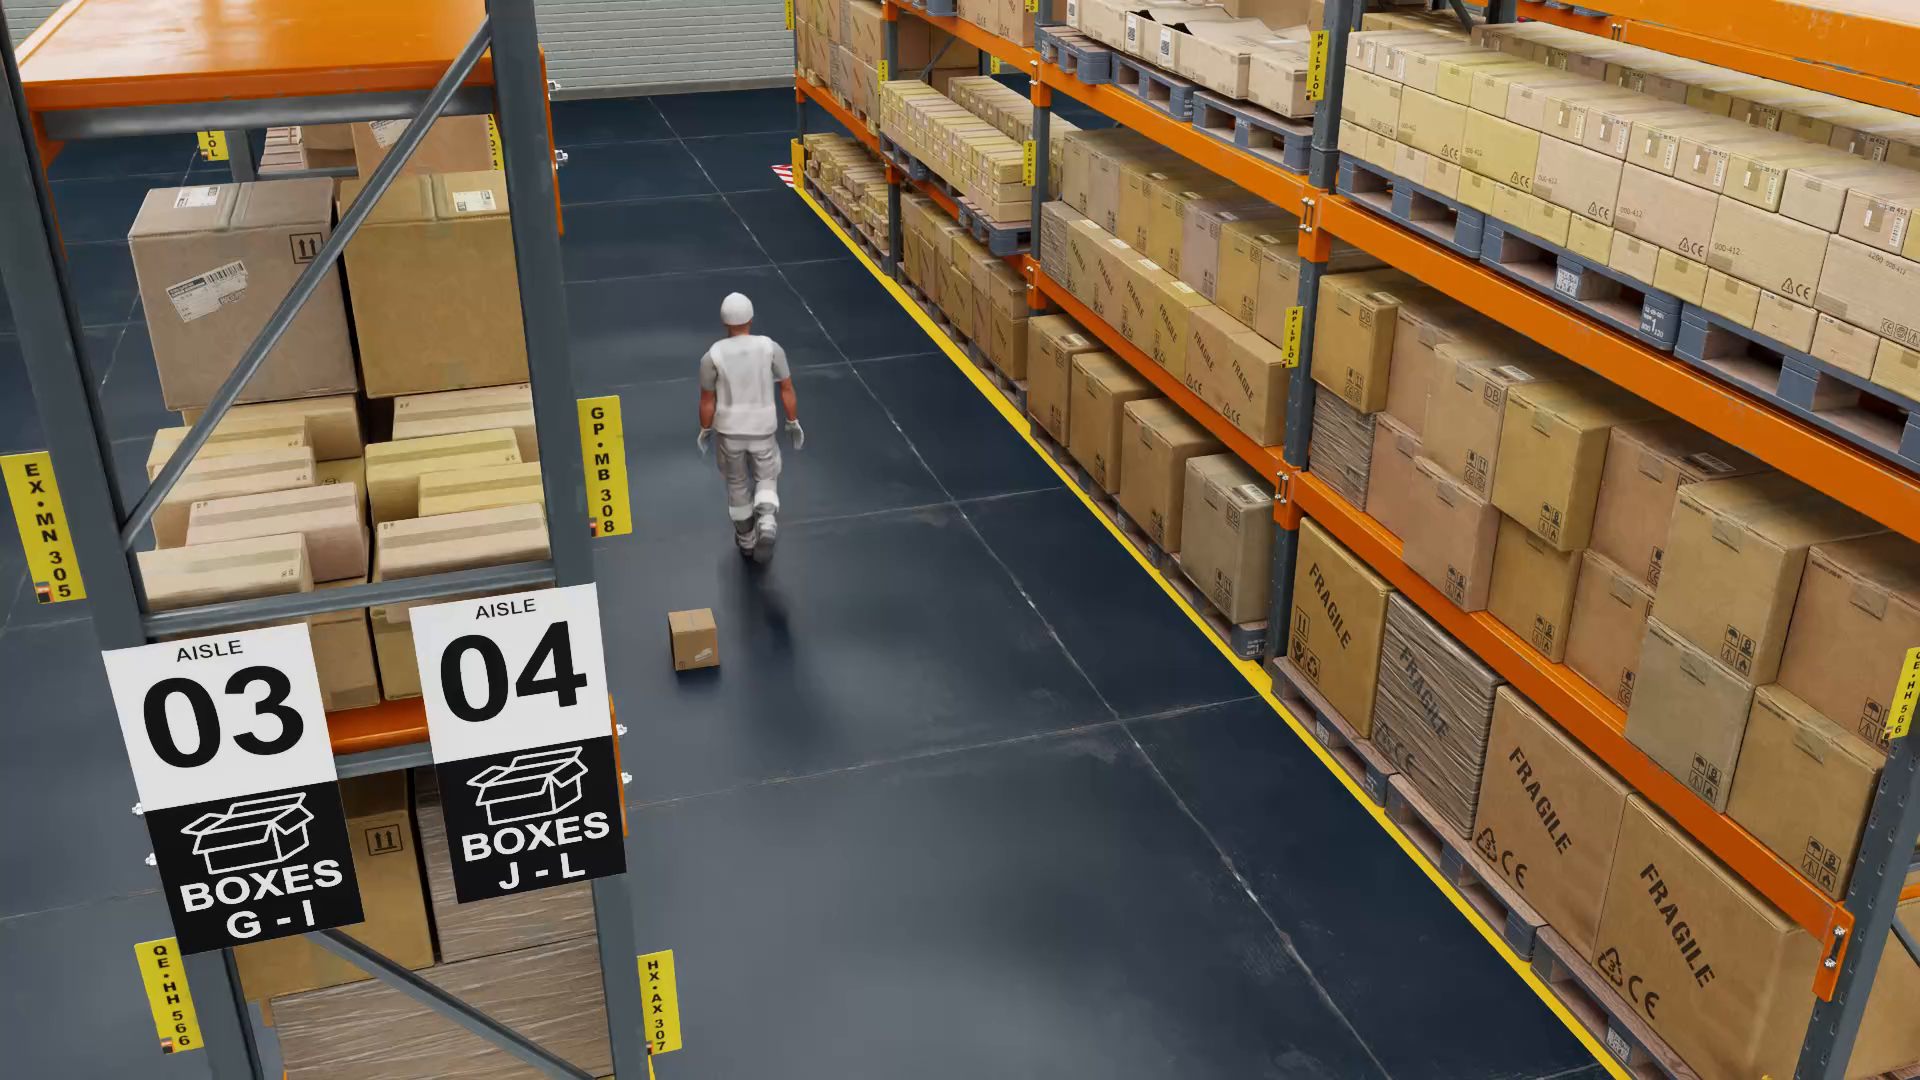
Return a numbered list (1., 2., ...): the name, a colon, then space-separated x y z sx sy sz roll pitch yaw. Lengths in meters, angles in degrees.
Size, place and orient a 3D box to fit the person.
1. person: -1.307 -0.667 10.439 0.659 1.769 0.705 -6 27 -12
